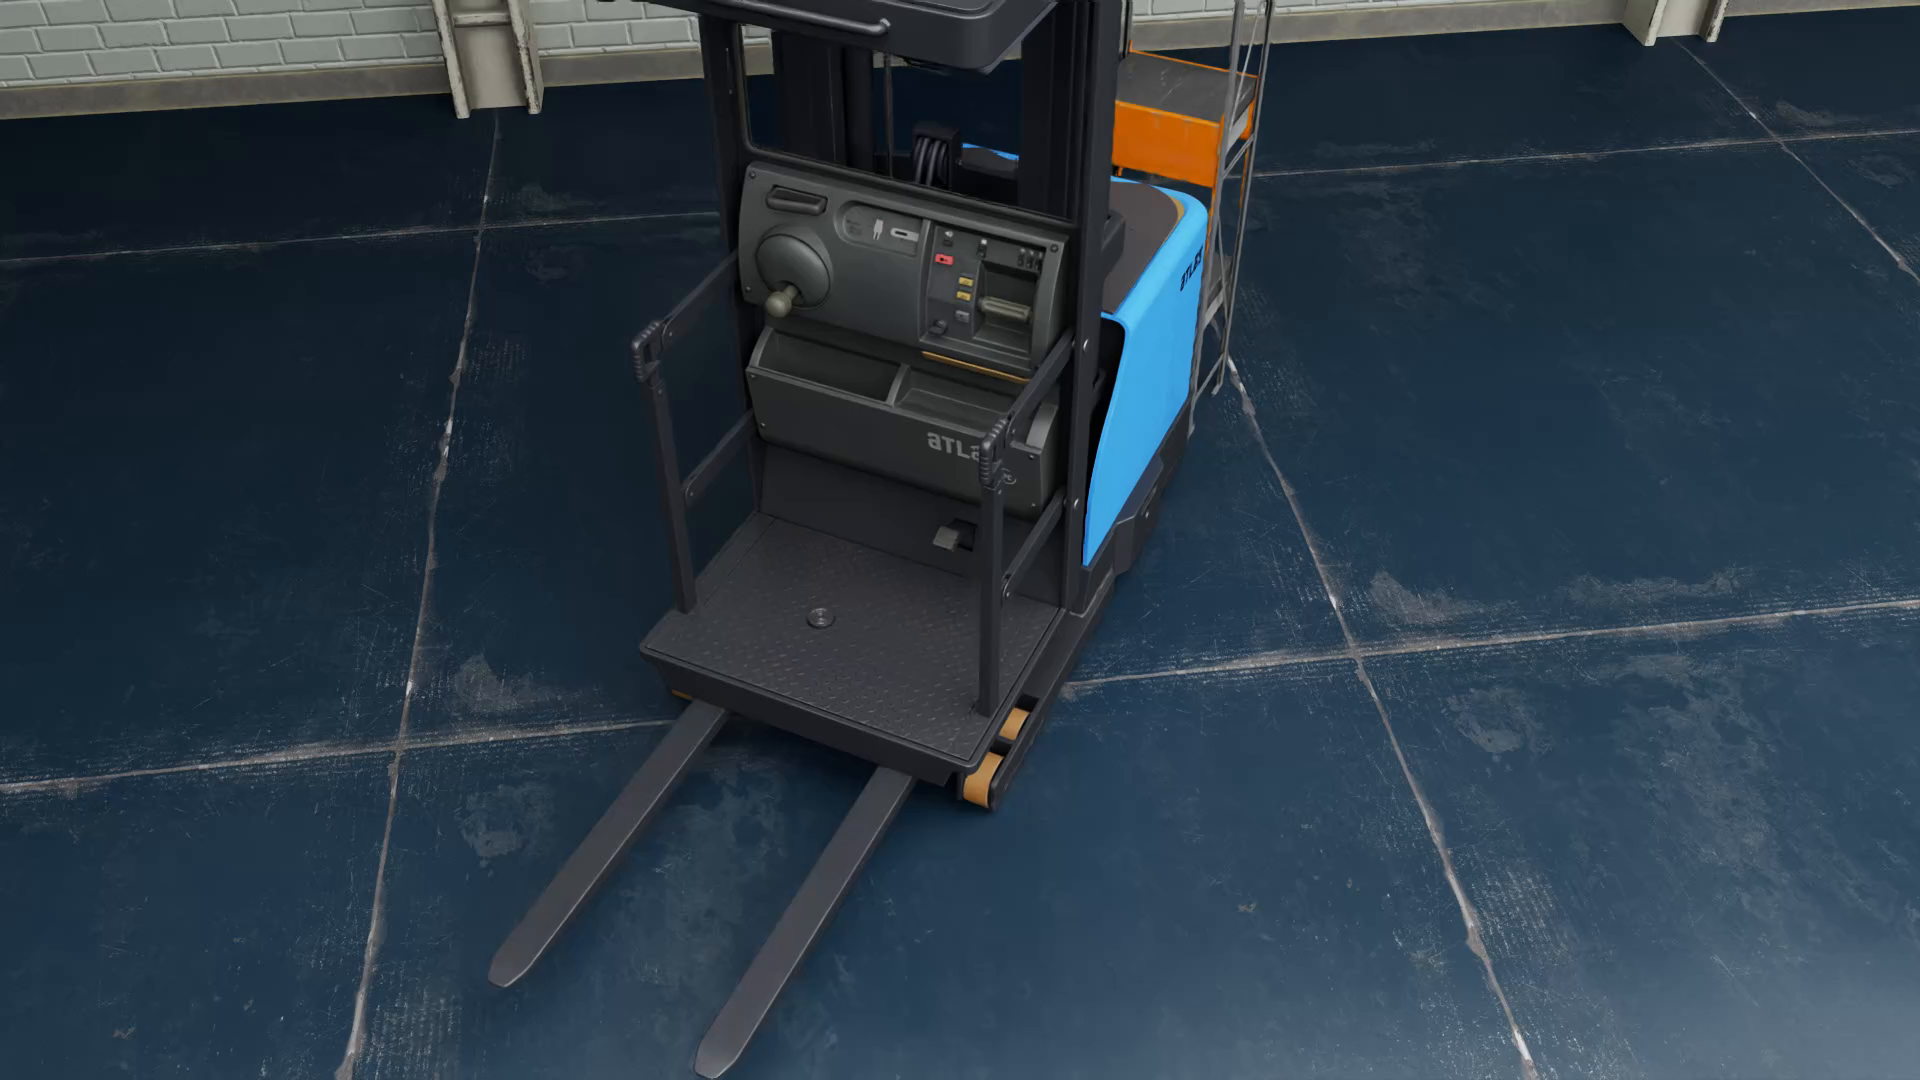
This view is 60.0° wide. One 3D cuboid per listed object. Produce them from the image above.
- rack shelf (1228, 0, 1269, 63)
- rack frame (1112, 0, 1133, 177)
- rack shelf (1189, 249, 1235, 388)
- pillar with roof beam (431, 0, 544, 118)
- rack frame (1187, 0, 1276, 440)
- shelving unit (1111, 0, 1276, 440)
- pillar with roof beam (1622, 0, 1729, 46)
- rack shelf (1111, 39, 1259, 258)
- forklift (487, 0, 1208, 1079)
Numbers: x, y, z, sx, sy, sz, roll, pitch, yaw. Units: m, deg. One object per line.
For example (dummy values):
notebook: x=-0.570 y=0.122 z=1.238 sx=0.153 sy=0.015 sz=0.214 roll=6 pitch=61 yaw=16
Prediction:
rack shelf: x=0.718 y=-1.871 z=5.224 sx=0.480 sy=0.518 sz=0.431 roll=18 pitch=44 yaw=19
rack frame: x=0.491 y=-1.423 z=5.752 sx=0.015 sy=2.100 sz=0.400 roll=18 pitch=44 yaw=19
rack shelf: x=0.704 y=-0.813 z=6.141 sx=0.480 sy=0.518 sz=0.431 roll=18 pitch=44 yaw=19
pillar with roof beam: x=-1.686 y=-2.630 z=1.947 sx=0.400 sy=9.000 sz=9.100 roll=-5 pitch=42 yaw=-6
rack frame: x=0.931 y=-1.281 z=5.596 sx=0.015 sy=2.100 sz=0.400 roll=18 pitch=44 yaw=19
shelving unit: x=0.711 y=-1.352 z=5.674 sx=0.503 sy=2.100 sz=0.431 roll=18 pitch=44 yaw=19
pillar with roof beam: x=4.263 y=-3.151 z=2.525 sx=0.400 sy=9.000 sz=9.100 roll=-5 pitch=42 yaw=-6
rack shelf: x=0.711 y=-1.342 z=5.683 sx=0.480 sy=0.518 sz=0.431 roll=18 pitch=44 yaw=19
forklift: x=-0.258 y=-0.642 z=4.273 sx=1.130 sy=2.935 sz=3.031 roll=17 pitch=45 yaw=18
